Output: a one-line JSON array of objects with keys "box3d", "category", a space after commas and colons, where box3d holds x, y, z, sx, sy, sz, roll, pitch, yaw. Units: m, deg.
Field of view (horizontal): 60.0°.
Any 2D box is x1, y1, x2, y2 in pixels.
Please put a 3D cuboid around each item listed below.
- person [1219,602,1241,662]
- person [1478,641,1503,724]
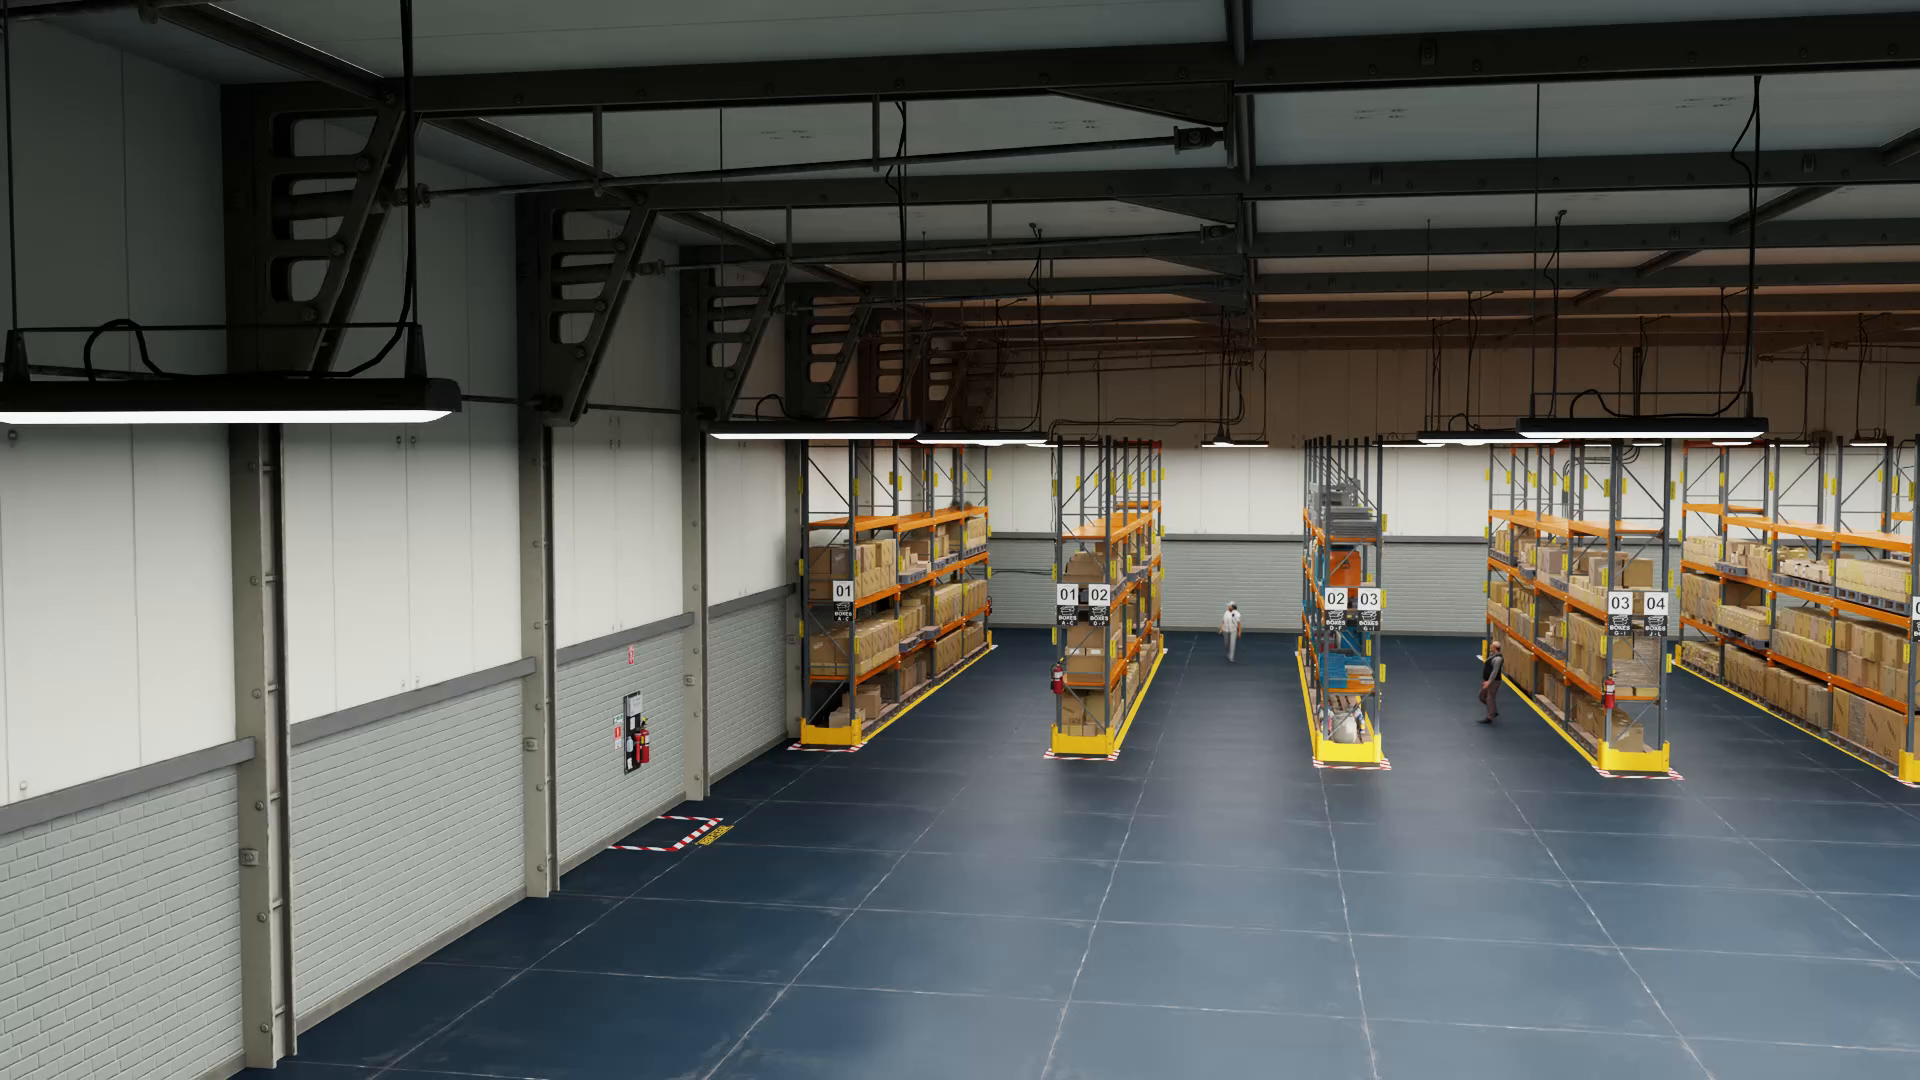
[{"box3d": [7.345, 2.476, 45.116, 0.577, 1.620, 0.928, 1, 3, 18], "category": "person"}, {"box3d": [11.131, 2.982, 34.916, 0.510, 1.724, 0.605, 0, 3, -3], "category": "person"}]
